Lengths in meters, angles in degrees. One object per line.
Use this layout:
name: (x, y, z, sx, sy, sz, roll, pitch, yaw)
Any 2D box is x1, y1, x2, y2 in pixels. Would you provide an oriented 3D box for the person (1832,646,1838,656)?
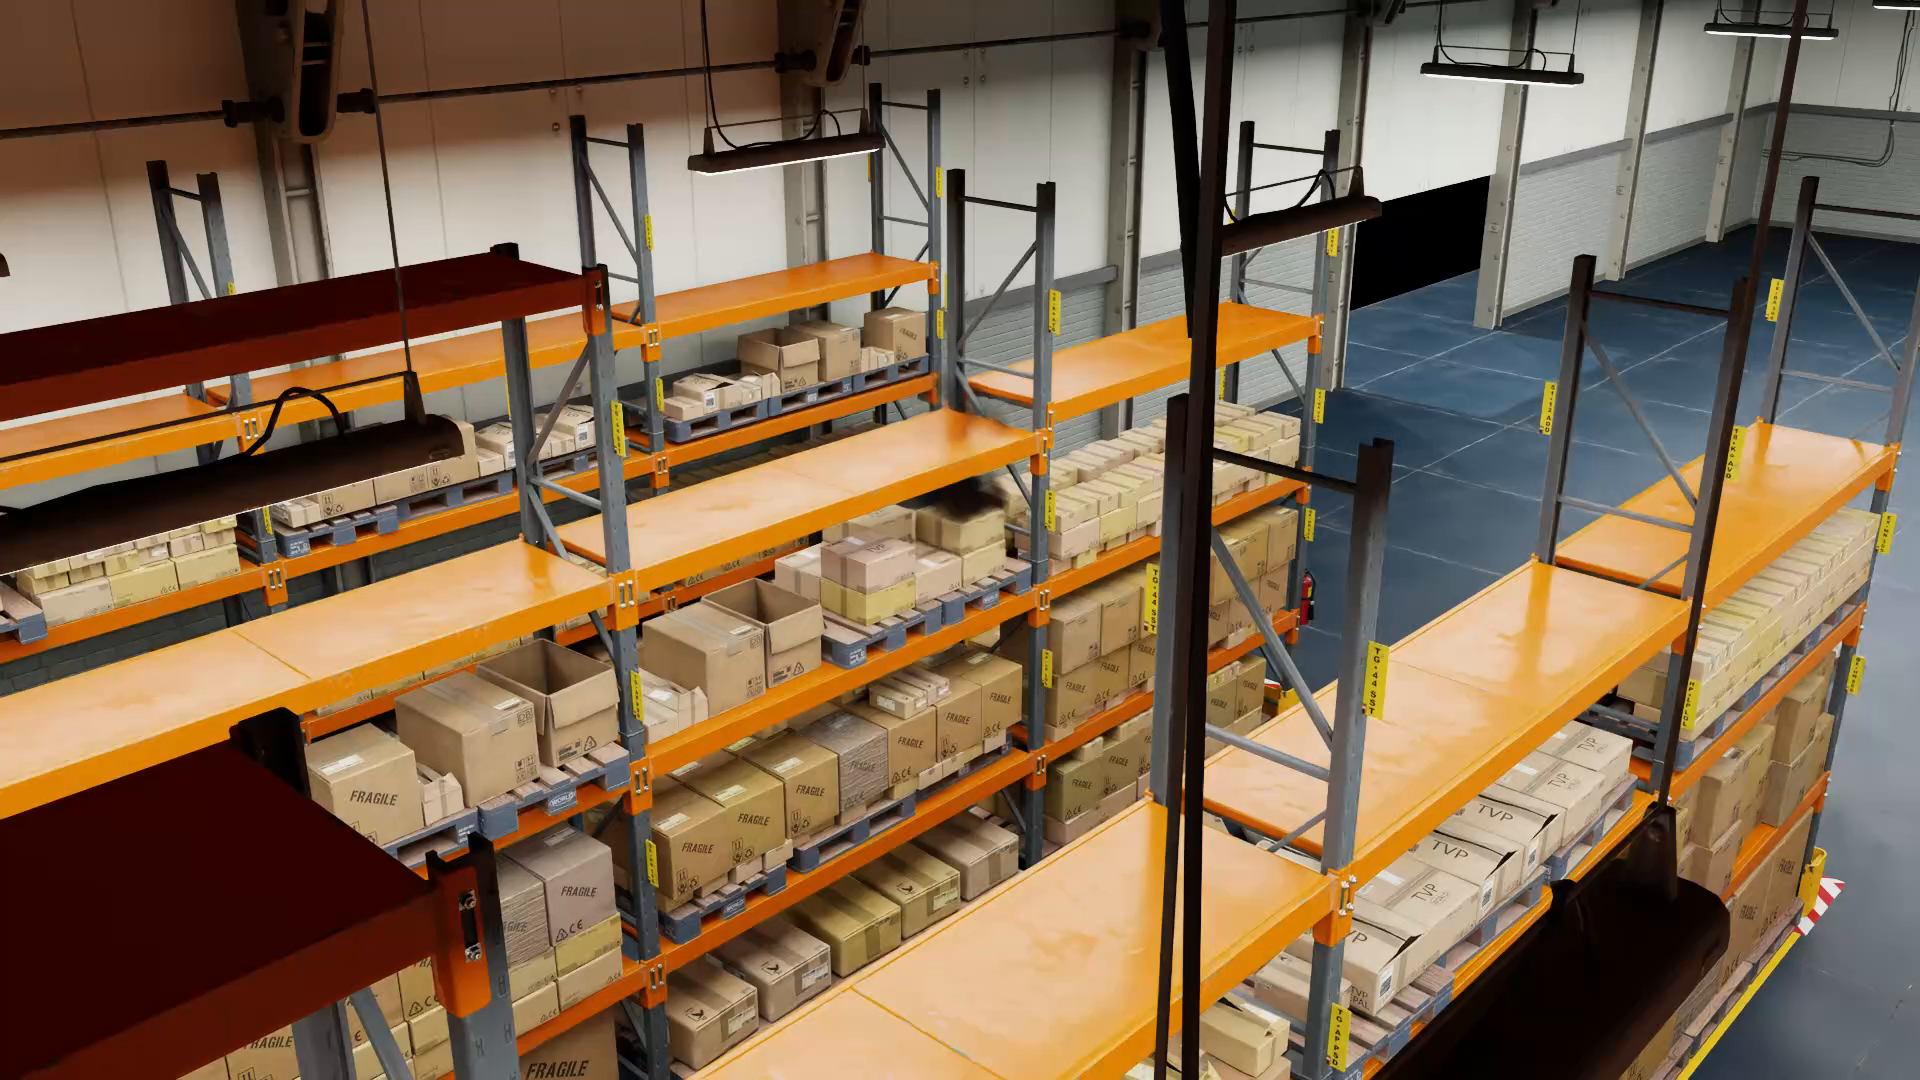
person: (8.111, 1.388, 16.099, 0.665, 1.711, 0.579, 0, 21, 0)
